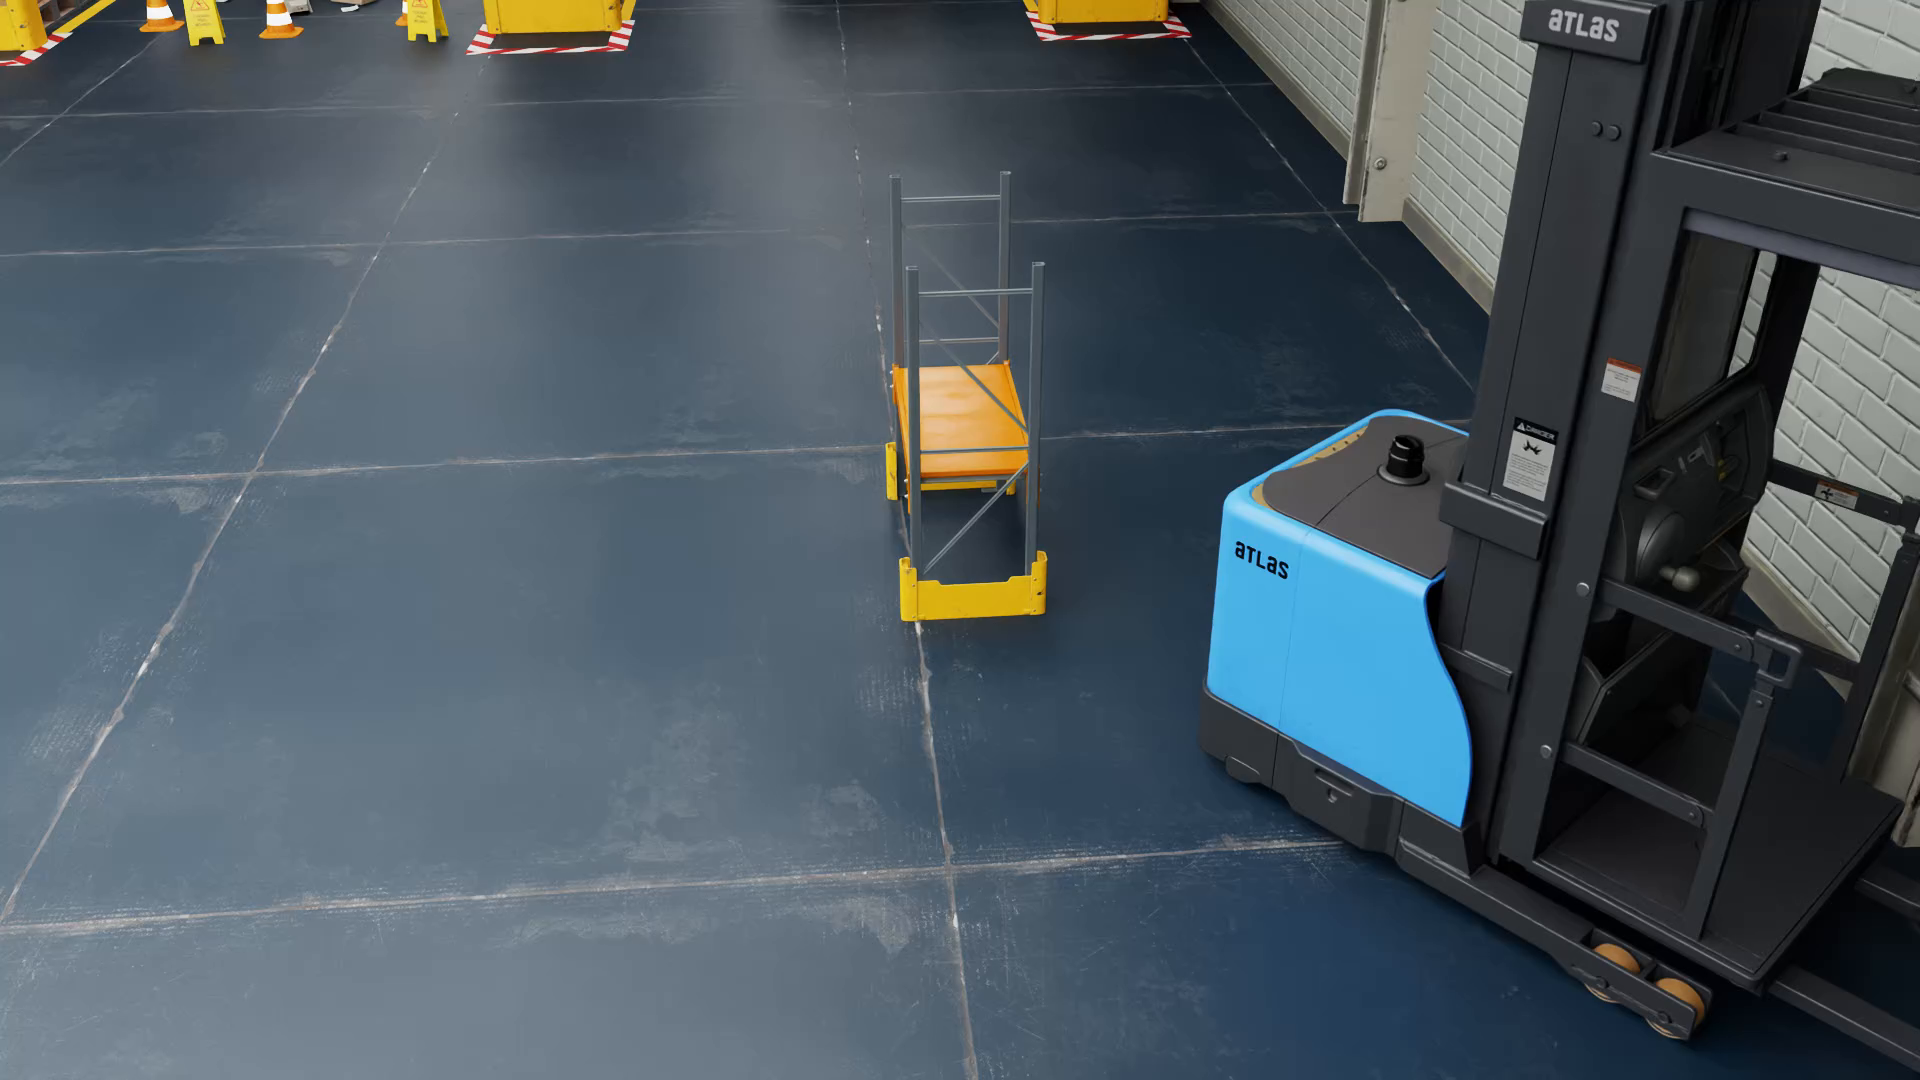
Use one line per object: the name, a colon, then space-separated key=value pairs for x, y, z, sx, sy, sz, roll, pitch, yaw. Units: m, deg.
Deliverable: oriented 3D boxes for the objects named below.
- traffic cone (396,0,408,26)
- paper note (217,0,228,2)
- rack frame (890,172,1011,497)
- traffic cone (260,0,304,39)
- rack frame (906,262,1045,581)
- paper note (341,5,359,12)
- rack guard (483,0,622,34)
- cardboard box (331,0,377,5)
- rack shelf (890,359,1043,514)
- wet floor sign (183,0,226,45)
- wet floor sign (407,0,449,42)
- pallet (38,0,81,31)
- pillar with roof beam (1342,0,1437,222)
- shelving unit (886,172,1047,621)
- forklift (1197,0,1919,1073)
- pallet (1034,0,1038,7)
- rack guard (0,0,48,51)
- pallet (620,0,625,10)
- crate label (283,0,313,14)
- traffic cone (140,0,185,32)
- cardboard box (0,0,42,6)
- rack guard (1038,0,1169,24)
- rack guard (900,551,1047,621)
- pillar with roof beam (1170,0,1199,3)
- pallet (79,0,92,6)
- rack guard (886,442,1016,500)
traffic cone: x=-4.958 y=-4.930 z=15.052 sx=0.336 sy=0.463 sz=0.334 roll=-3 pitch=31 yaw=-5
paper note: x=-7.004 y=-5.158 z=15.857 sx=0.144 sy=0.017 sz=0.142 roll=8 pitch=32 yaw=13
rack frame: x=-0.040 y=-0.860 z=7.227 sx=0.500 sy=1.500 sz=0.032 roll=-3 pitch=31 yaw=-5
traffic cone: x=-6.031 y=-4.703 z=14.672 sx=0.336 sy=0.463 sz=0.334 roll=-3 pitch=31 yaw=-5
rack frame: x=0.055 y=-0.341 z=6.358 sx=0.500 sy=1.500 sz=0.032 roll=-3 pitch=31 yaw=-5
paper note: x=-5.703 y=-4.974 z=15.547 sx=0.148 sy=0.019 sz=0.142 roll=-14 pitch=33 yaw=-22
rack guard: x=-3.640 y=-4.827 z=14.843 sx=1.175 sy=0.500 sz=0.348 roll=-3 pitch=31 yaw=-5
cardboard box: x=-5.767 y=-5.209 z=15.826 sx=0.380 sy=0.149 sz=0.250 roll=13 pitch=33 yaw=21
rack shelf: x=0.008 y=-0.446 z=6.885 sx=0.538 sy=0.185 sz=1.000 roll=-3 pitch=31 yaw=-5
wet floor sign: x=-6.578 y=-4.642 z=14.392 sx=0.267 sy=0.644 sz=0.232 roll=-8 pitch=32 yaw=-13
wet floor sign: x=-4.681 y=-4.702 z=14.493 sx=0.267 sy=0.644 sz=0.232 roll=8 pitch=32 yaw=13
pallet: x=-8.705 y=-4.780 z=15.046 sx=1.003 sy=0.211 sz=1.213 roll=-3 pitch=31 yaw=-5
pillar with roof beam: x=-1.585 y=-5.805 z=8.194 sx=9.100 sy=9.000 sz=0.400 roll=-3 pitch=31 yaw=-5
shelving unit: x=0.007 y=-0.605 z=6.800 sx=0.587 sy=1.500 sz=1.083 roll=-3 pitch=31 yaw=-5
forklift: x=2.232 y=-0.114 z=4.583 sx=1.130 sy=2.935 sz=3.031 roll=-26 pitch=40 yaw=-37
pallet: x=1.195 y=-5.292 z=15.904 sx=1.003 sy=0.211 sz=1.213 roll=-3 pitch=31 yaw=-5
rack guard: x=-8.550 y=-4.487 z=14.274 sx=1.175 sy=0.500 sz=0.348 roll=-3 pitch=31 yaw=-5
pallet: x=-3.681 y=-5.119 z=15.615 sx=1.003 sy=0.211 sz=1.213 roll=-3 pitch=31 yaw=-5
crate label: x=-6.166 y=-4.961 z=15.423 sx=0.250 sy=0.136 sz=0.298 roll=-20 pitch=36 yaw=-30
traffic cone: x=-7.188 y=-4.822 z=14.872 sx=0.336 sy=0.463 sz=0.334 roll=-3 pitch=31 yaw=-5
cardboard box: x=-8.681 y=-5.184 z=14.665 sx=0.875 sy=0.875 sz=0.875 roll=-3 pitch=31 yaw=-4
rack guard: x=1.311 y=-5.015 z=15.159 sx=1.175 sy=0.500 sz=0.348 roll=-3 pitch=31 yaw=-5
rack guard: x=0.054 y=0.186 z=6.695 sx=0.587 sy=0.250 sz=0.087 roll=-3 pitch=31 yaw=-5
pillar with roof beam: x=-2.145 y=-8.869 z=13.322 sx=9.100 sy=9.000 sz=0.400 roll=-3 pitch=31 yaw=-5
pallet: x=-8.816 y=-5.401 z=16.087 sx=1.003 sy=0.211 sz=1.213 roll=-3 pitch=31 yaw=-5
rack guard: x=-0.039 y=-0.323 z=7.546 sx=0.587 sy=0.250 sz=0.087 roll=-3 pitch=31 yaw=-5
